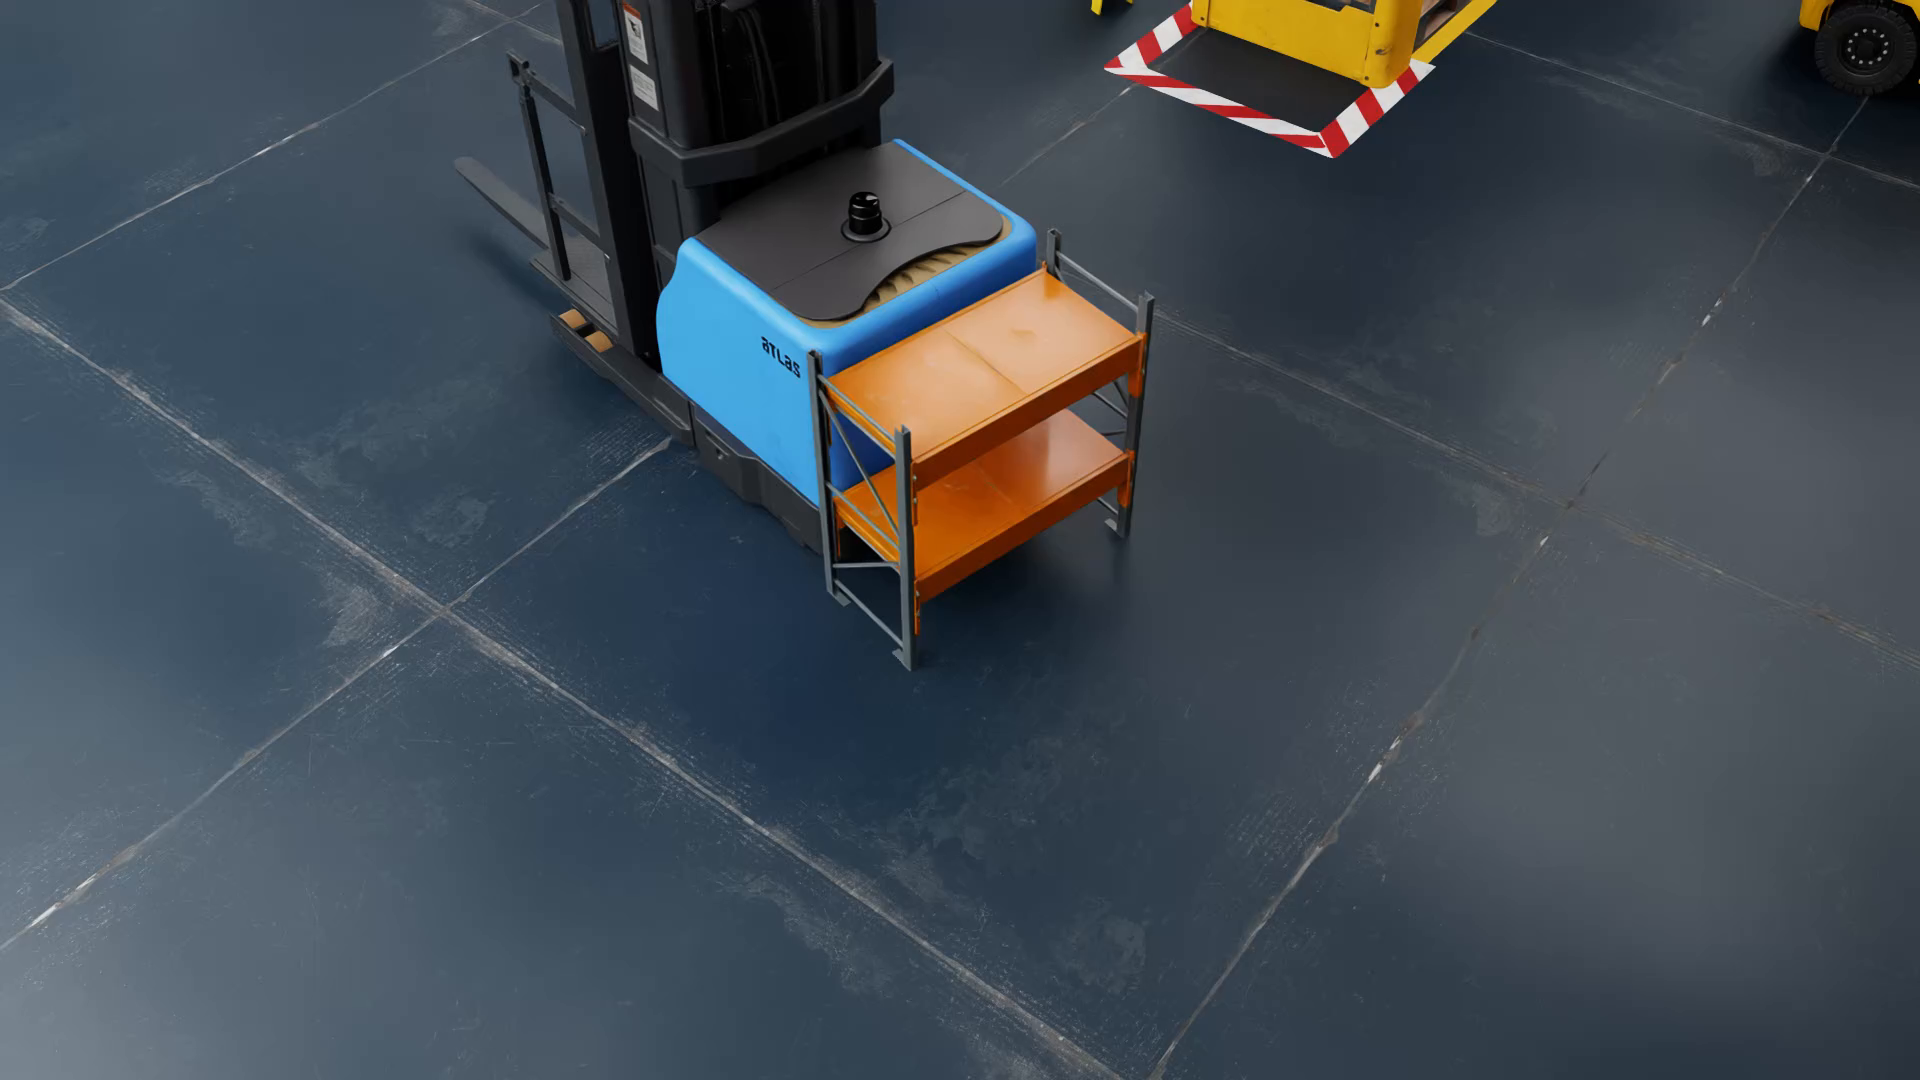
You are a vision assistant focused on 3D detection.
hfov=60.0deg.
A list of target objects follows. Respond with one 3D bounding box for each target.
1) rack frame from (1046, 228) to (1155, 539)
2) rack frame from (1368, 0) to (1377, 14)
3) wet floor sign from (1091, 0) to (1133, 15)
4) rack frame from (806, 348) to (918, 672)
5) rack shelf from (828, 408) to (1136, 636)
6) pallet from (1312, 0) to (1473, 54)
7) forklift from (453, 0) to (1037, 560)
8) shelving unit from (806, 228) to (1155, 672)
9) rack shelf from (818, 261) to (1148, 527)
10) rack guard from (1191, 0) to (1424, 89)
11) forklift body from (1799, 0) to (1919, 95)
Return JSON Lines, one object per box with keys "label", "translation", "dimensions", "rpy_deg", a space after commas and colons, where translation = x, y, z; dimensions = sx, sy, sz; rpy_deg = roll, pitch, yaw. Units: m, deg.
{"label": "rack frame", "translation": [0.469, -0.539, 5.987], "dimensions": [0.032, 1.125, 0.500], "rpy_deg": [-31, 54, -26]}
{"label": "rack frame", "translation": [1.734, -3.619, 7.633], "dimensions": [1.000, 3.000, 0.127], "rpy_deg": [29, 53, 25]}
{"label": "wet floor sign", "translation": [0.771, -3.171, 8.832], "dimensions": [0.232, 0.644, 0.267], "rpy_deg": [-25, 51, -22]}
{"label": "rack frame", "translation": [-0.317, -0.073, 5.542], "dimensions": [0.032, 1.125, 0.500], "rpy_deg": [-31, 54, -26]}
{"label": "rack shelf", "translation": [0.076, -0.137, 5.941], "dimensions": [1.000, 0.278, 0.538], "rpy_deg": [-31, 54, -26]}
{"label": "pallet", "translation": [2.306, -3.149, 9.112], "dimensions": [1.003, 0.211, 1.213], "rpy_deg": [29, 53, 25]}
{"label": "forklift", "translation": [-1.065, -1.929, 6.066], "dimensions": [1.130, 2.935, 3.031], "rpy_deg": [-33, 54, -27]}
{"label": "shelving unit", "translation": [0.076, -0.306, 5.764], "dimensions": [1.048, 1.125, 0.538], "rpy_deg": [-31, 54, -26]}
{"label": "rack shelf", "translation": [0.076, -0.508, 5.553], "dimensions": [1.000, 0.278, 0.538], "rpy_deg": [-31, 54, -26]}
{"label": "rack guard", "translation": [1.781, -2.800, 8.579], "dimensions": [1.175, 0.500, 0.348], "rpy_deg": [29, 53, 25]}
{"label": "forklift body", "translation": [5.380, -3.026, 7.653], "dimensions": [2.313, 2.155, 1.214], "rpy_deg": [29, 53, 25]}
